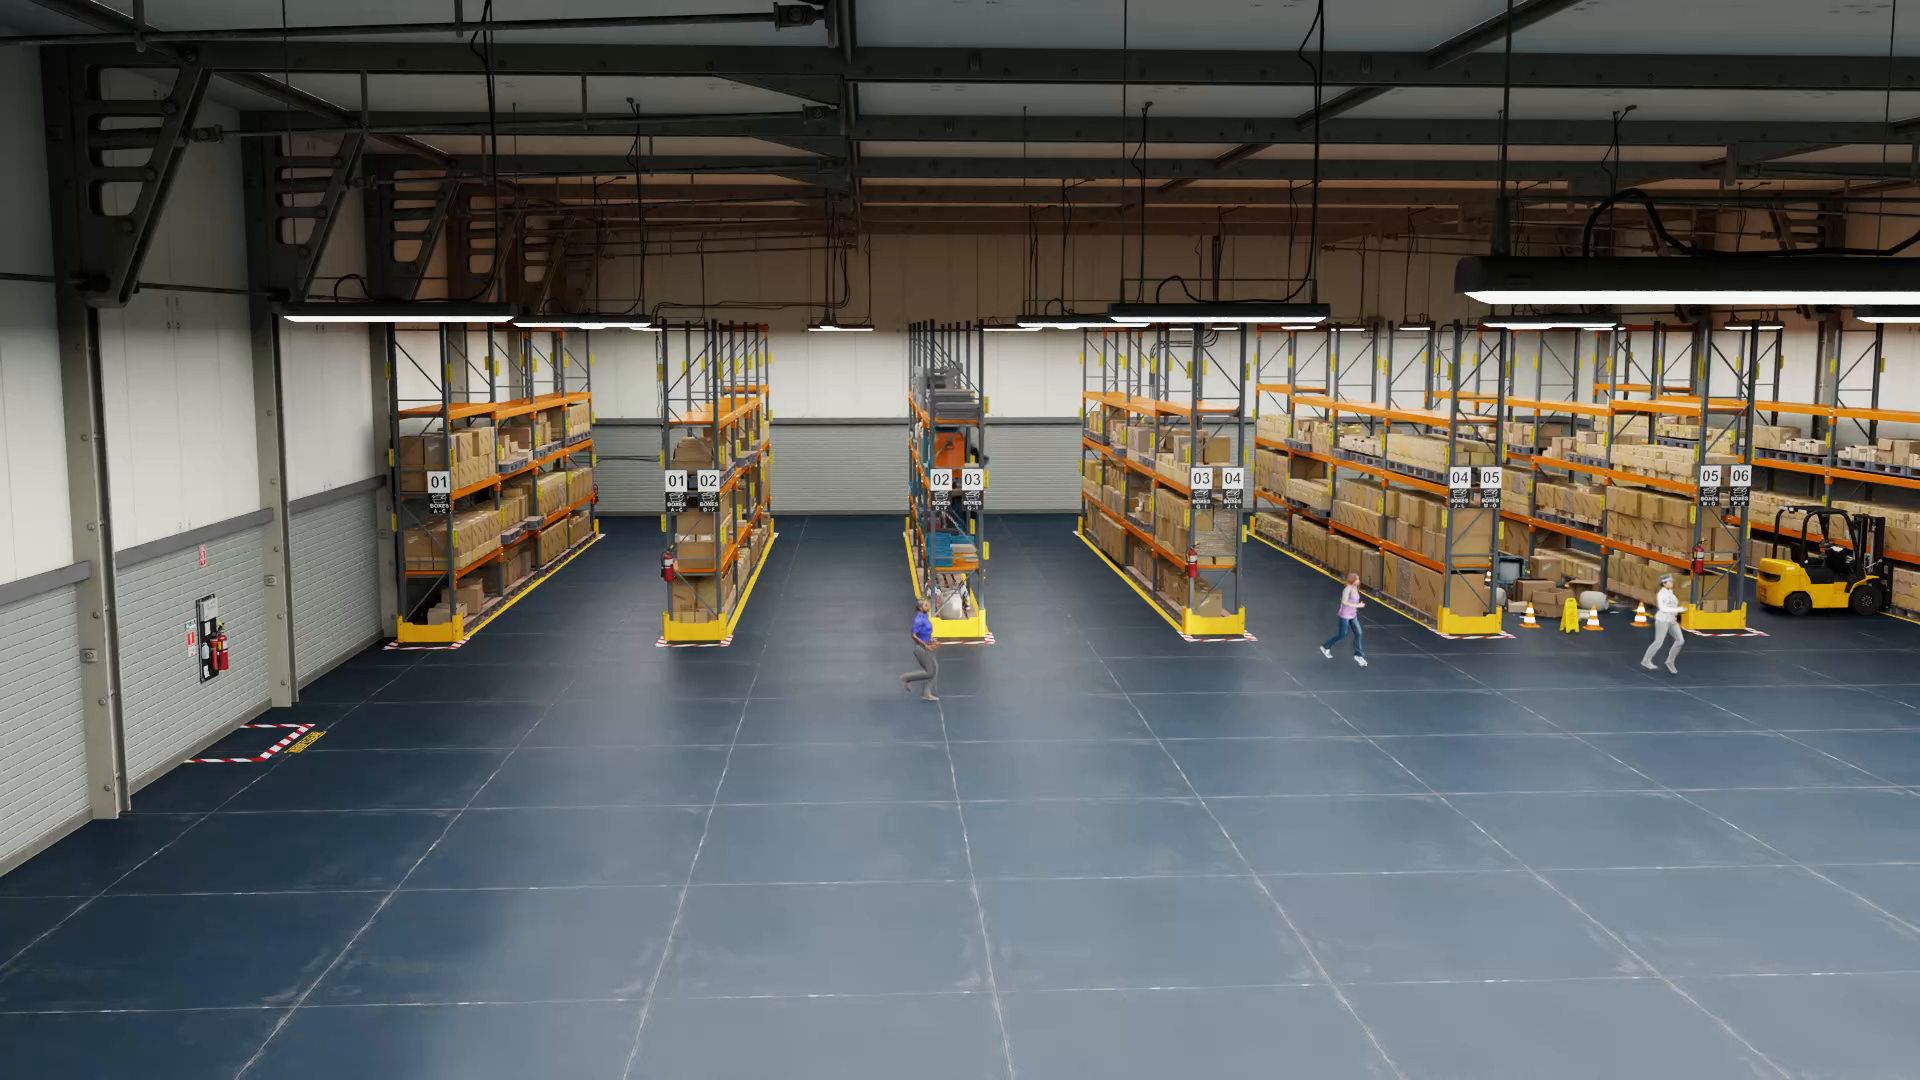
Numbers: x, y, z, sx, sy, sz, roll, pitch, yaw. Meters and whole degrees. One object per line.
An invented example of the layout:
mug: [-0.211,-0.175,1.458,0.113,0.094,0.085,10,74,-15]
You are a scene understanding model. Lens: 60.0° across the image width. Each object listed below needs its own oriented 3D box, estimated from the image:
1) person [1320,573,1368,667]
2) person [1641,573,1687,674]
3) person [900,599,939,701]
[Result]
person: [6.719,1.360,28.997,0.890,1.617,0.562,5,9,35]
person: [11.955,1.420,28.158,0.578,1.733,0.718,-6,9,-41]
person: [-0.622,1.720,26.071,0.611,1.618,0.575,1,7,10]
